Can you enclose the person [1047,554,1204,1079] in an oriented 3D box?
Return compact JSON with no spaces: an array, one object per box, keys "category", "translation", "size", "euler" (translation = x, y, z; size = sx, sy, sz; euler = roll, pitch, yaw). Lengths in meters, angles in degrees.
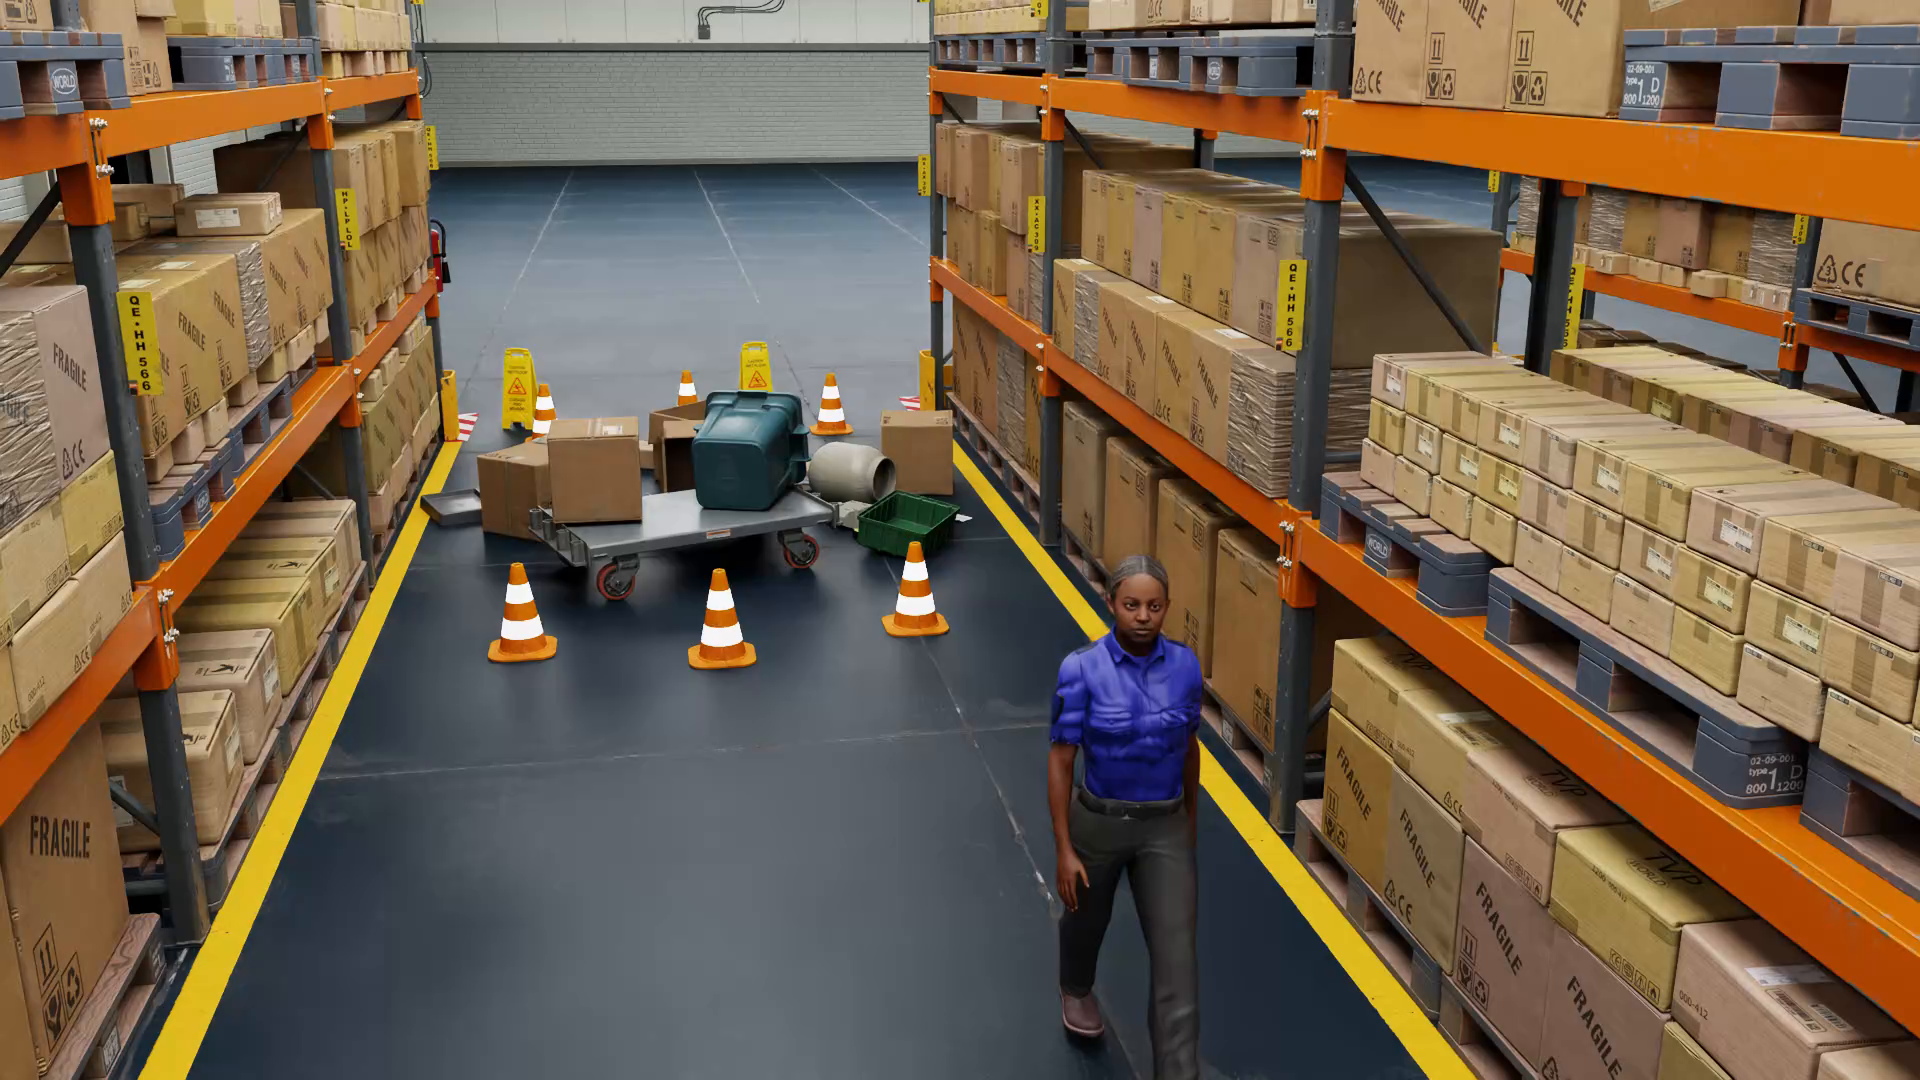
[{"category":"person","translation":[0.484,0.836,4.683],"size":[0.481,1.590,0.988],"euler":[-2,17,-5]}]
